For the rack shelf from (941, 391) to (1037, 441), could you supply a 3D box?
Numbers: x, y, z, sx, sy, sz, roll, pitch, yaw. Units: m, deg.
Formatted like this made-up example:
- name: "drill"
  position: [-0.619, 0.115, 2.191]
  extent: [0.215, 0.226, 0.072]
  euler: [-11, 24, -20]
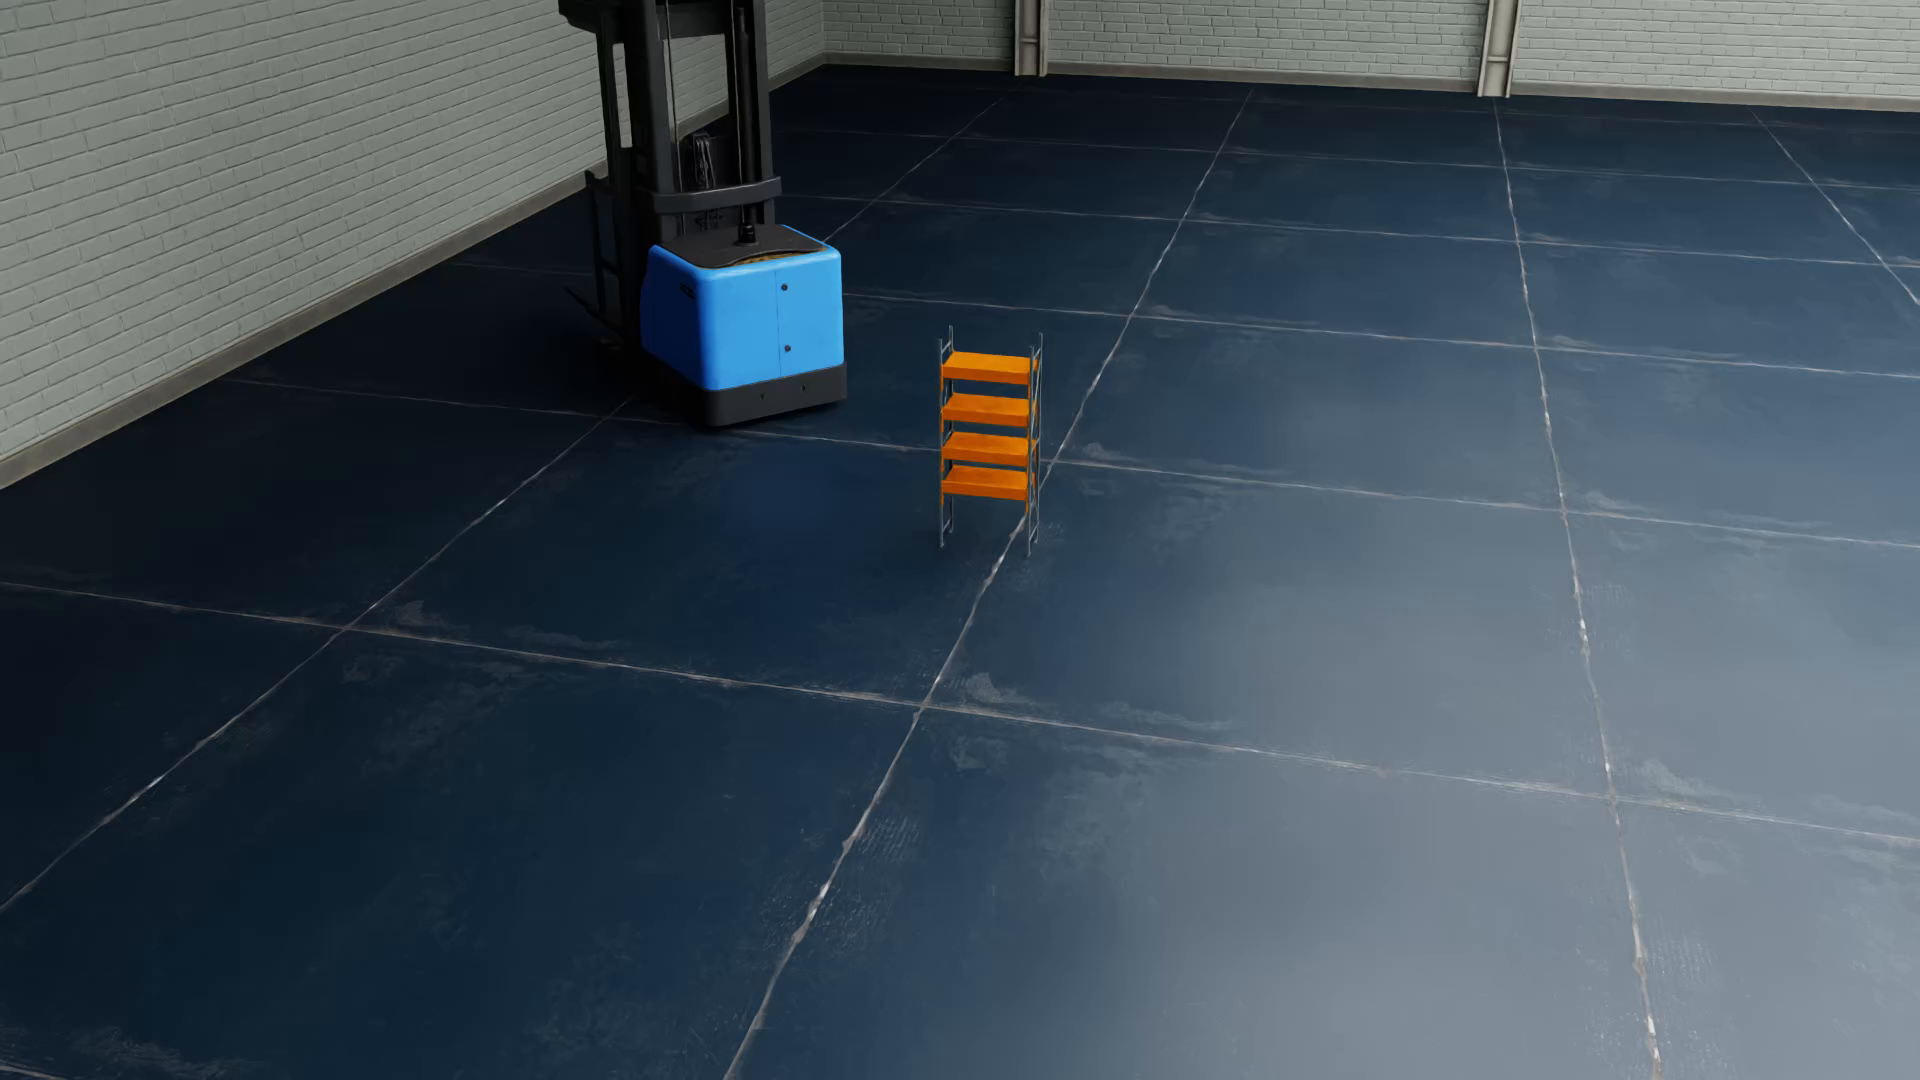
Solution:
- name: "rack shelf"
  position: [0.160, -0.665, 8.888]
  extent: [0.480, 0.148, 0.258]
  euler: [6, 26, 13]

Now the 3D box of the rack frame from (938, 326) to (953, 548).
- name: "rack frame"
  position: [-0.076, -0.550, 9.010]
  extent: [0.015, 1.200, 0.240]
  euler: [6, 26, 13]

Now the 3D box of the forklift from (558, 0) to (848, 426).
- name: "forklift"
  position: [-1.974, -2.633, 11.371]
  extent: [1.130, 2.935, 3.031]
  euler: [-16, 30, -29]

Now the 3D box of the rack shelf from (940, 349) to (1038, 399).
- name: "rack shelf"
  position: [0.160, -0.879, 8.786]
  extent: [0.480, 0.148, 0.258]
  euler: [6, 26, 13]

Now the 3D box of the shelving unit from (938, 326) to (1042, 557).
- name: "shelving unit"
  position: [0.160, -0.524, 8.955]
  extent: [0.503, 1.200, 0.258]
  euler: [6, 26, 13]

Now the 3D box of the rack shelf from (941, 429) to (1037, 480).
- name: "rack shelf"
  position: [0.160, -0.463, 8.984]
  extent: [0.480, 0.148, 0.258]
  euler: [6, 26, 13]

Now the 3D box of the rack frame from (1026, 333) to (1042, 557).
- name: "rack frame"
  position: [0.397, -0.498, 8.900]
  extent: [0.015, 1.200, 0.240]
  euler: [6, 26, 13]

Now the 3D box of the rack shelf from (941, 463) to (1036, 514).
- name: "rack shelf"
  position: [0.160, -0.284, 9.069]
  extent: [0.480, 0.148, 0.258]
  euler: [6, 26, 13]

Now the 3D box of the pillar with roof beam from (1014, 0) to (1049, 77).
- name: "pillar with roof beam"
  position: [-0.114, -8.565, 16.772]
  extent: [0.400, 9.000, 9.100]
  euler: [6, 26, 13]

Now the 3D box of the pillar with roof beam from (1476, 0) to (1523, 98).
- name: "pillar with roof beam"
  position: [5.697, -7.923, 15.423]
  extent: [0.400, 9.000, 9.100]
  euler: [6, 26, 13]
